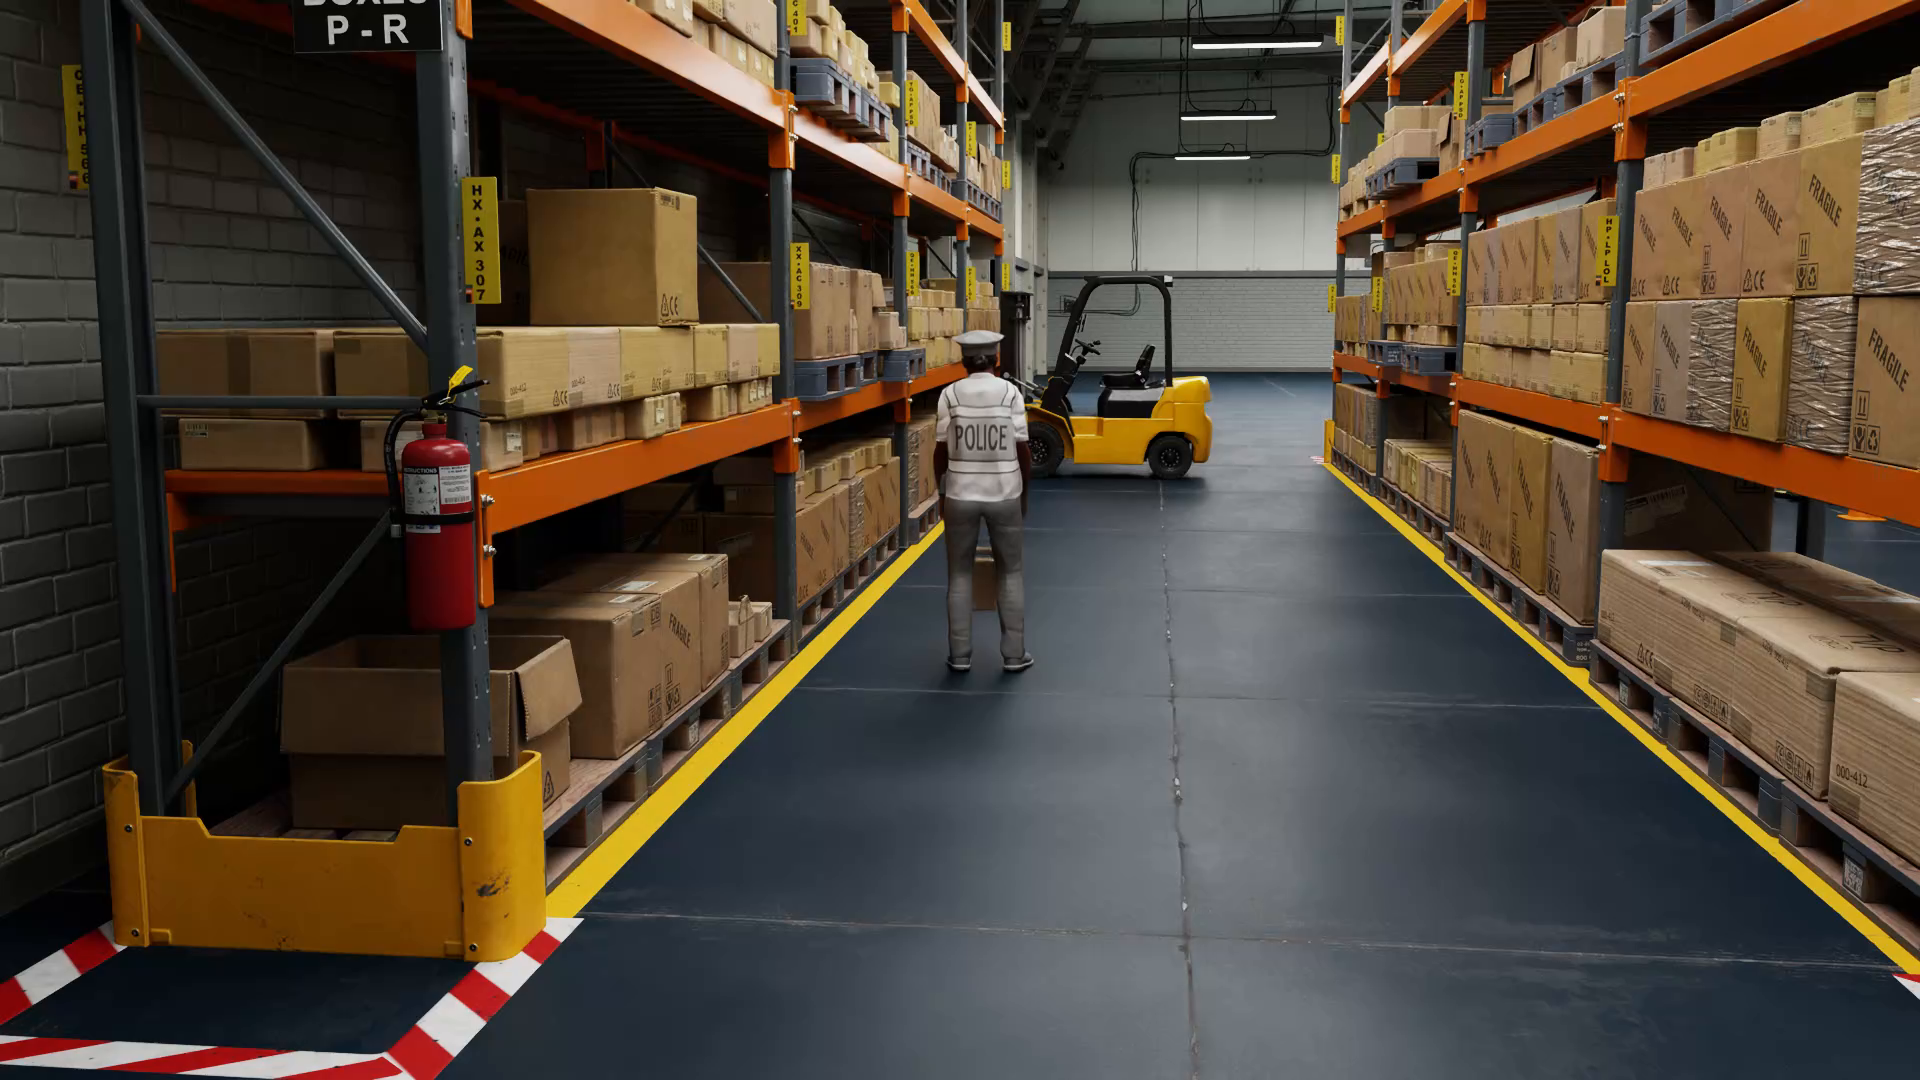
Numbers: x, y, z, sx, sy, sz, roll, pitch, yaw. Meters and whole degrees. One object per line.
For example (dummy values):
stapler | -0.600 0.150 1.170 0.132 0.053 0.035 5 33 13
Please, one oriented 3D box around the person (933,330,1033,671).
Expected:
person | 0.117 -0.187 8.154 0.497 1.667 0.372 0 8 2
